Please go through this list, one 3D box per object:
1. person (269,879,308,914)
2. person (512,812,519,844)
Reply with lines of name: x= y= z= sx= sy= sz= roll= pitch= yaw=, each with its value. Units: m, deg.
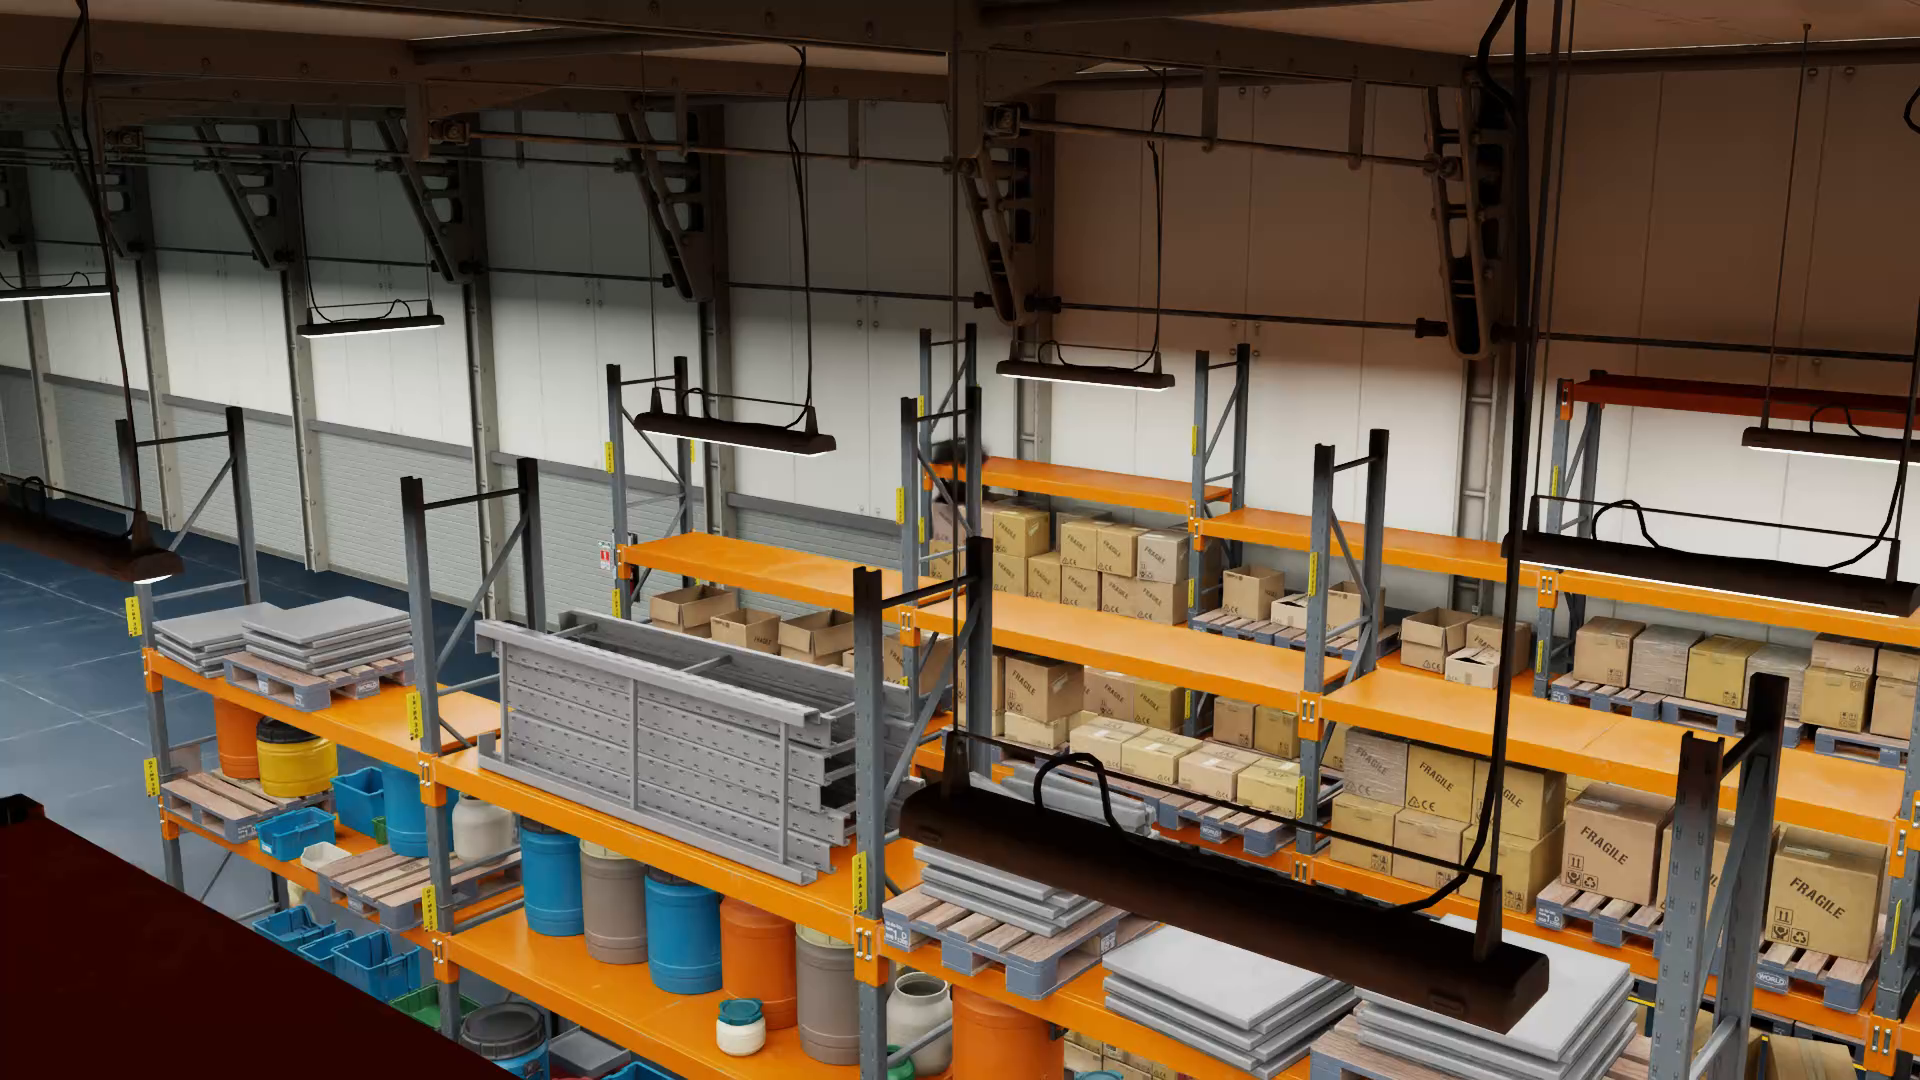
person: x=-6.422 y=3.726 z=15.952 sx=0.954 sy=1.635 sz=0.637 roll=1 pitch=13 yaw=2
person: x=-5.002 y=2.783 z=19.155 sx=0.680 sy=1.836 sz=0.708 roll=-7 pitch=14 yaw=-28
